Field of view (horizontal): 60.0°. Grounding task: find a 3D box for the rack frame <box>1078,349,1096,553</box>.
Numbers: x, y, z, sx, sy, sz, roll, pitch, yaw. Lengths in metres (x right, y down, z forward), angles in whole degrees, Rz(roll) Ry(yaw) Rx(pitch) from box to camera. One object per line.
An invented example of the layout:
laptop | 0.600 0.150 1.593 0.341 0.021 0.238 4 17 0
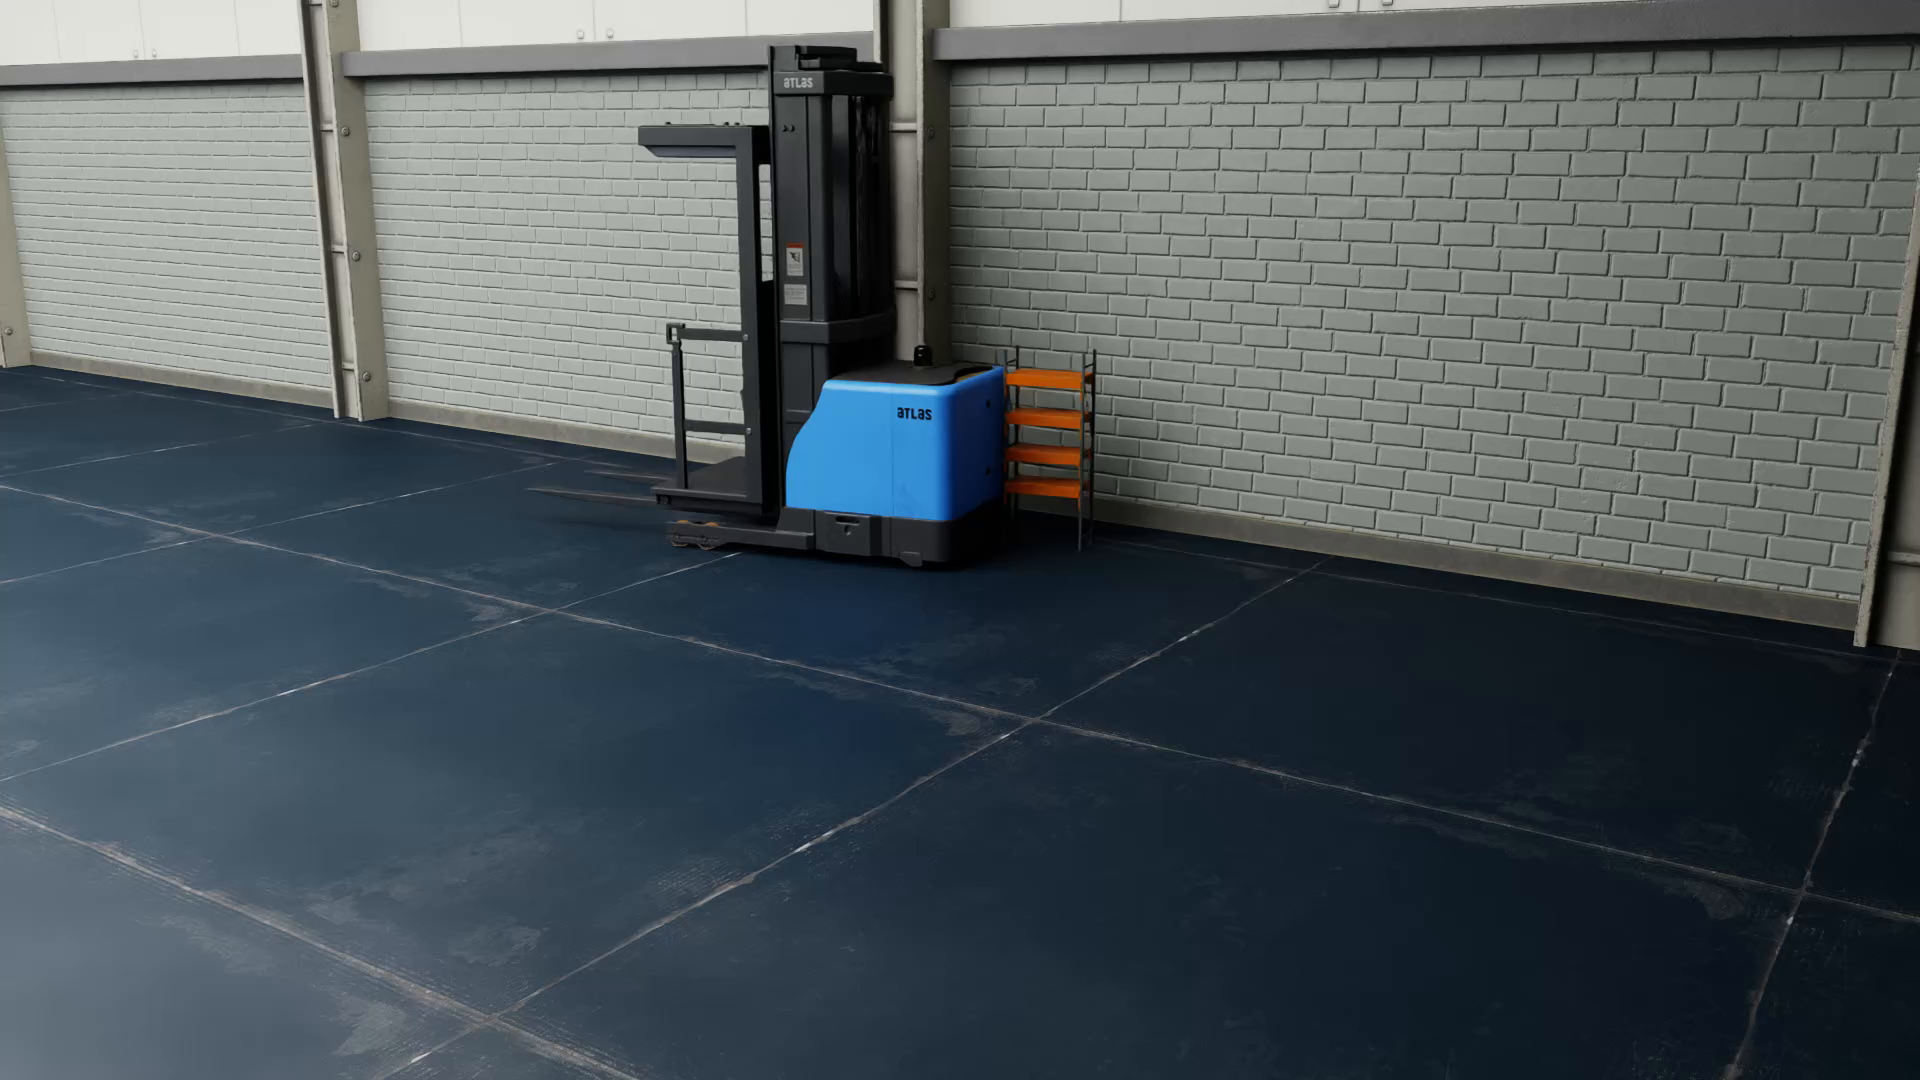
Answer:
rack frame | 0.765 -0.532 9.976 0.015 1.200 0.240 5 15 21

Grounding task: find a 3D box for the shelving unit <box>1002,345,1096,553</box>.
shelving unit | 0.538 -0.554 10.063 0.503 1.200 0.258 5 15 21

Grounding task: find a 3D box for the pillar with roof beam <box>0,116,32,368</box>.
pillar with roof beam | -12.672 -5.407 13.438 0.400 9.000 9.100 9 17 33

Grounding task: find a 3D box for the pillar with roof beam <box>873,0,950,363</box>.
pillar with roof beam | -2.715 -3.798 6.937 0.400 9.000 9.100 9 17 33

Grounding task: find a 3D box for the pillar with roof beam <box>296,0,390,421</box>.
pillar with roof beam | -7.694 -4.602 10.188 0.400 9.000 9.100 9 17 33

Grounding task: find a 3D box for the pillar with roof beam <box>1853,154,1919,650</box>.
pillar with roof beam | 2.263 -2.993 3.687 0.400 9.000 9.100 9 17 33

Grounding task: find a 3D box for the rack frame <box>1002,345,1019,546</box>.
rack frame | 0.311 -0.575 10.150 0.015 1.200 0.240 5 15 21

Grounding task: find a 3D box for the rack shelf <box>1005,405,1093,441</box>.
rack shelf | 0.538 -0.705 10.025 0.480 0.148 0.258 5 15 21

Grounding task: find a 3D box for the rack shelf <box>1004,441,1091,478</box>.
rack shelf | 0.538 -0.488 10.079 0.480 0.148 0.258 5 15 21

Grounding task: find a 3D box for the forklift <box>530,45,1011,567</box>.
forklift | -1.251 -1.472 10.170 3.031 2.935 1.130 6 15 21

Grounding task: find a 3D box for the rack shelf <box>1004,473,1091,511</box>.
rack shelf | 0.538 -0.296 10.127 0.480 0.148 0.258 5 15 21

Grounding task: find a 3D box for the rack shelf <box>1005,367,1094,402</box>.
rack shelf | 0.538 -0.935 9.968 0.480 0.148 0.258 5 15 21
